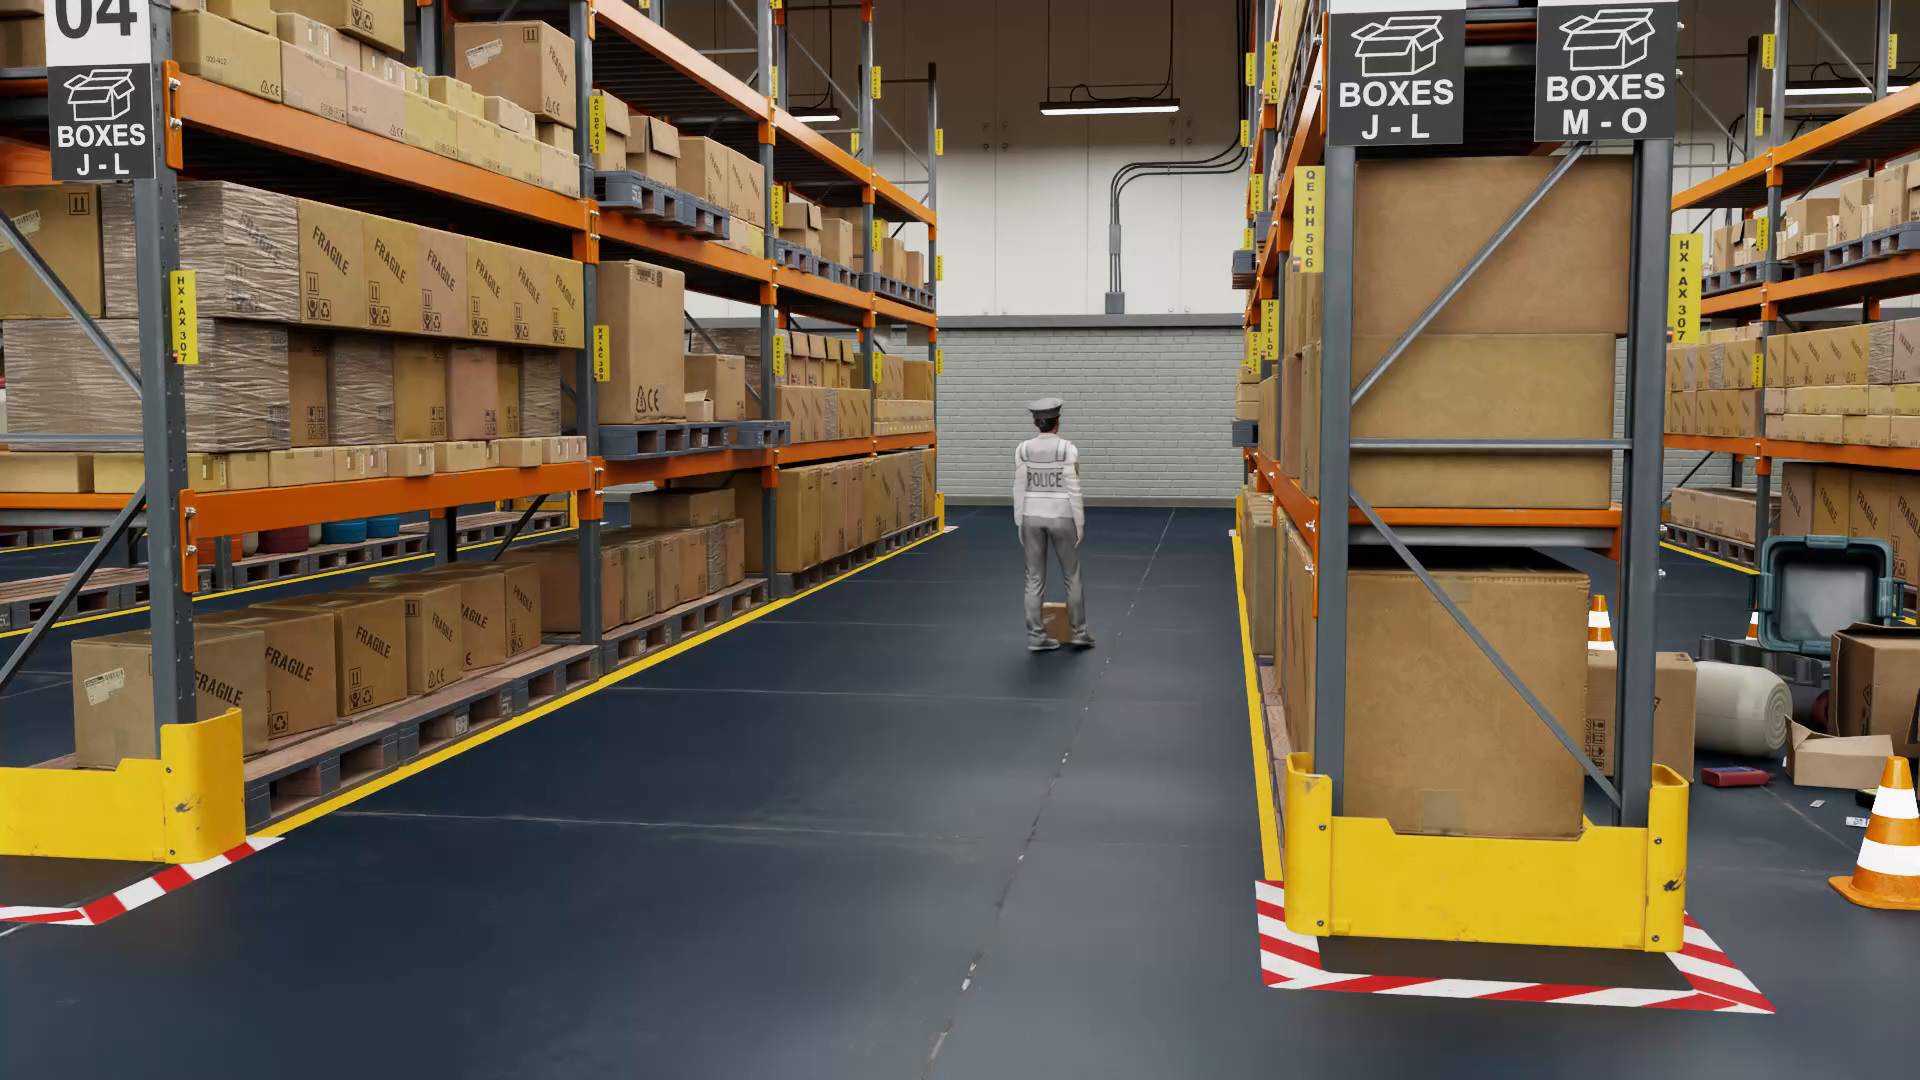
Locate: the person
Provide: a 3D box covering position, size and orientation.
[{"bbox_3d":[0.630,-0.115,11.132,0.485,1.678,0.560,1,5,18],"label":"person"}]
